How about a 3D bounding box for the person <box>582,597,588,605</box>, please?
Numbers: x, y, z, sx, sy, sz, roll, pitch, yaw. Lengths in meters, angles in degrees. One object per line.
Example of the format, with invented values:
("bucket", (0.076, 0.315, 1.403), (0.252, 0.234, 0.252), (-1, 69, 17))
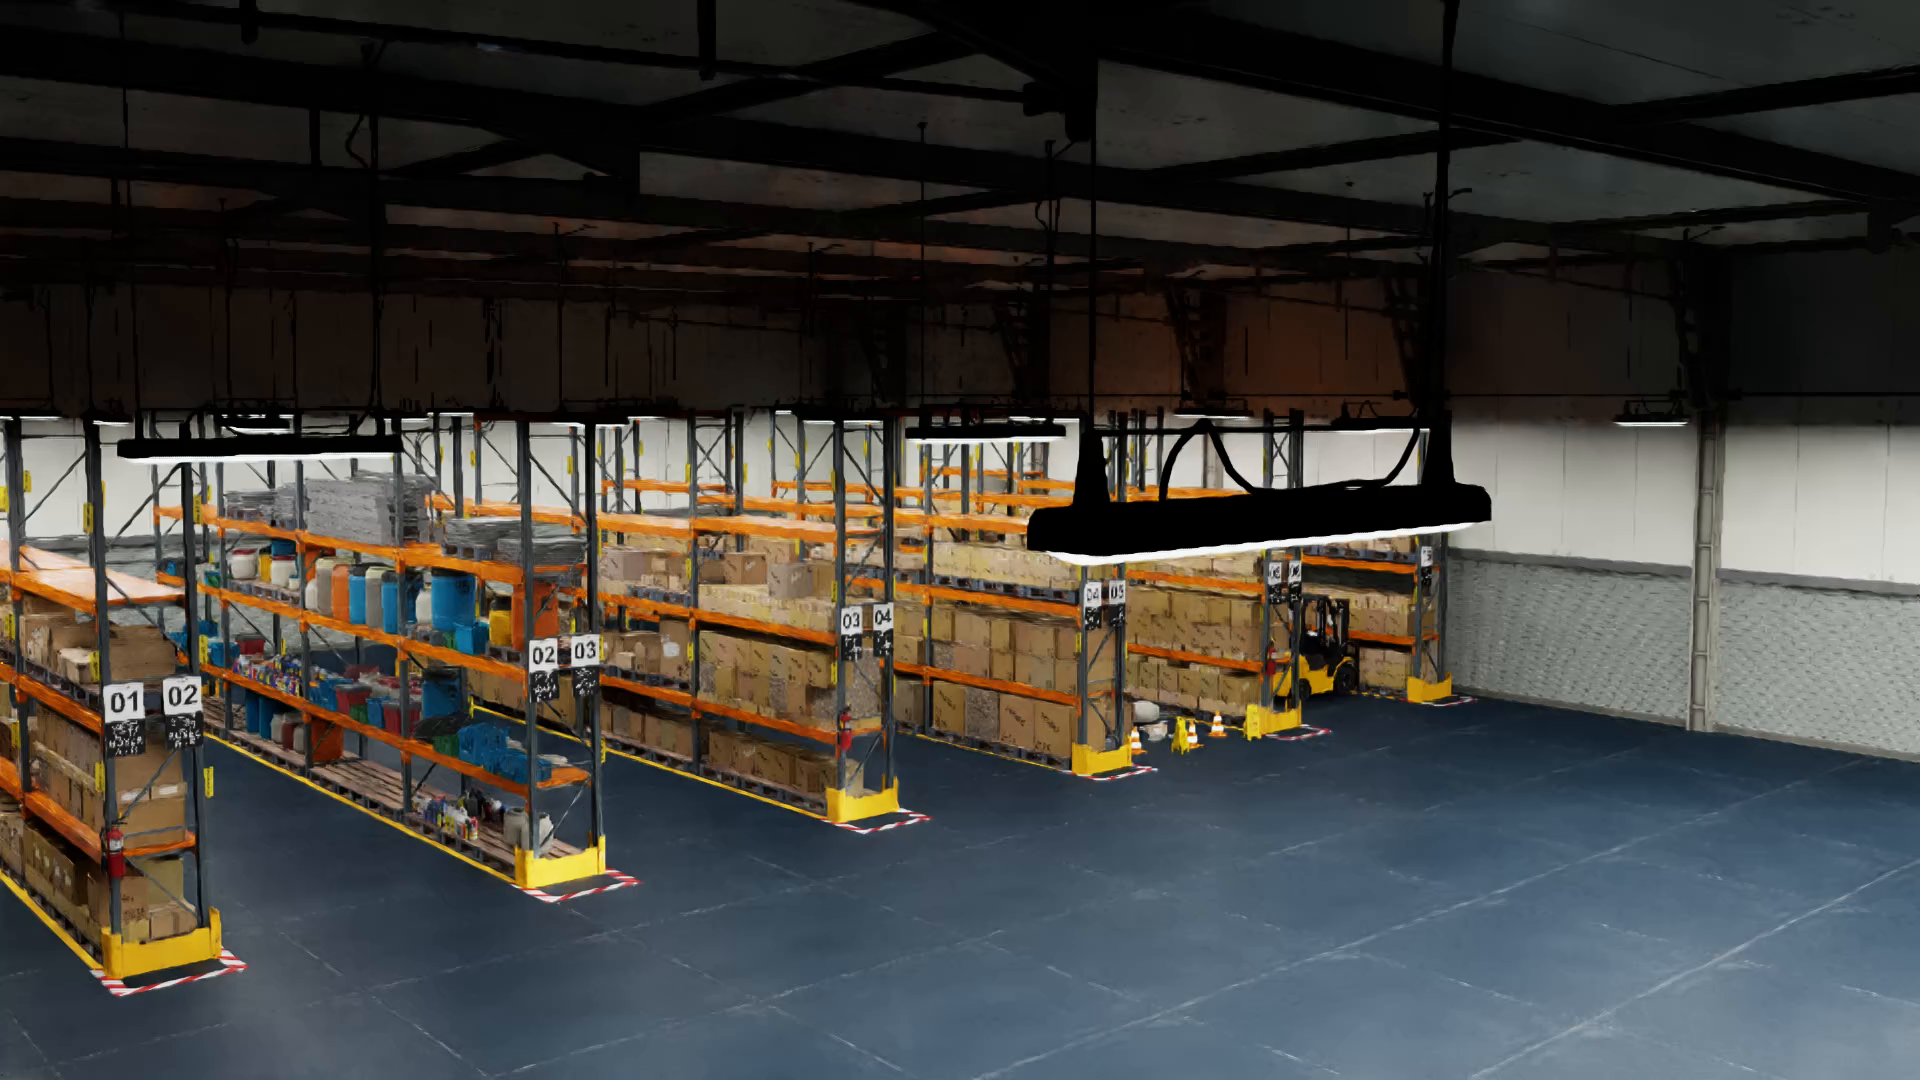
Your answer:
("person", (-9.746, 1.714, 43.510), (0.739, 1.579, 0.507), (1, 5, 15))
